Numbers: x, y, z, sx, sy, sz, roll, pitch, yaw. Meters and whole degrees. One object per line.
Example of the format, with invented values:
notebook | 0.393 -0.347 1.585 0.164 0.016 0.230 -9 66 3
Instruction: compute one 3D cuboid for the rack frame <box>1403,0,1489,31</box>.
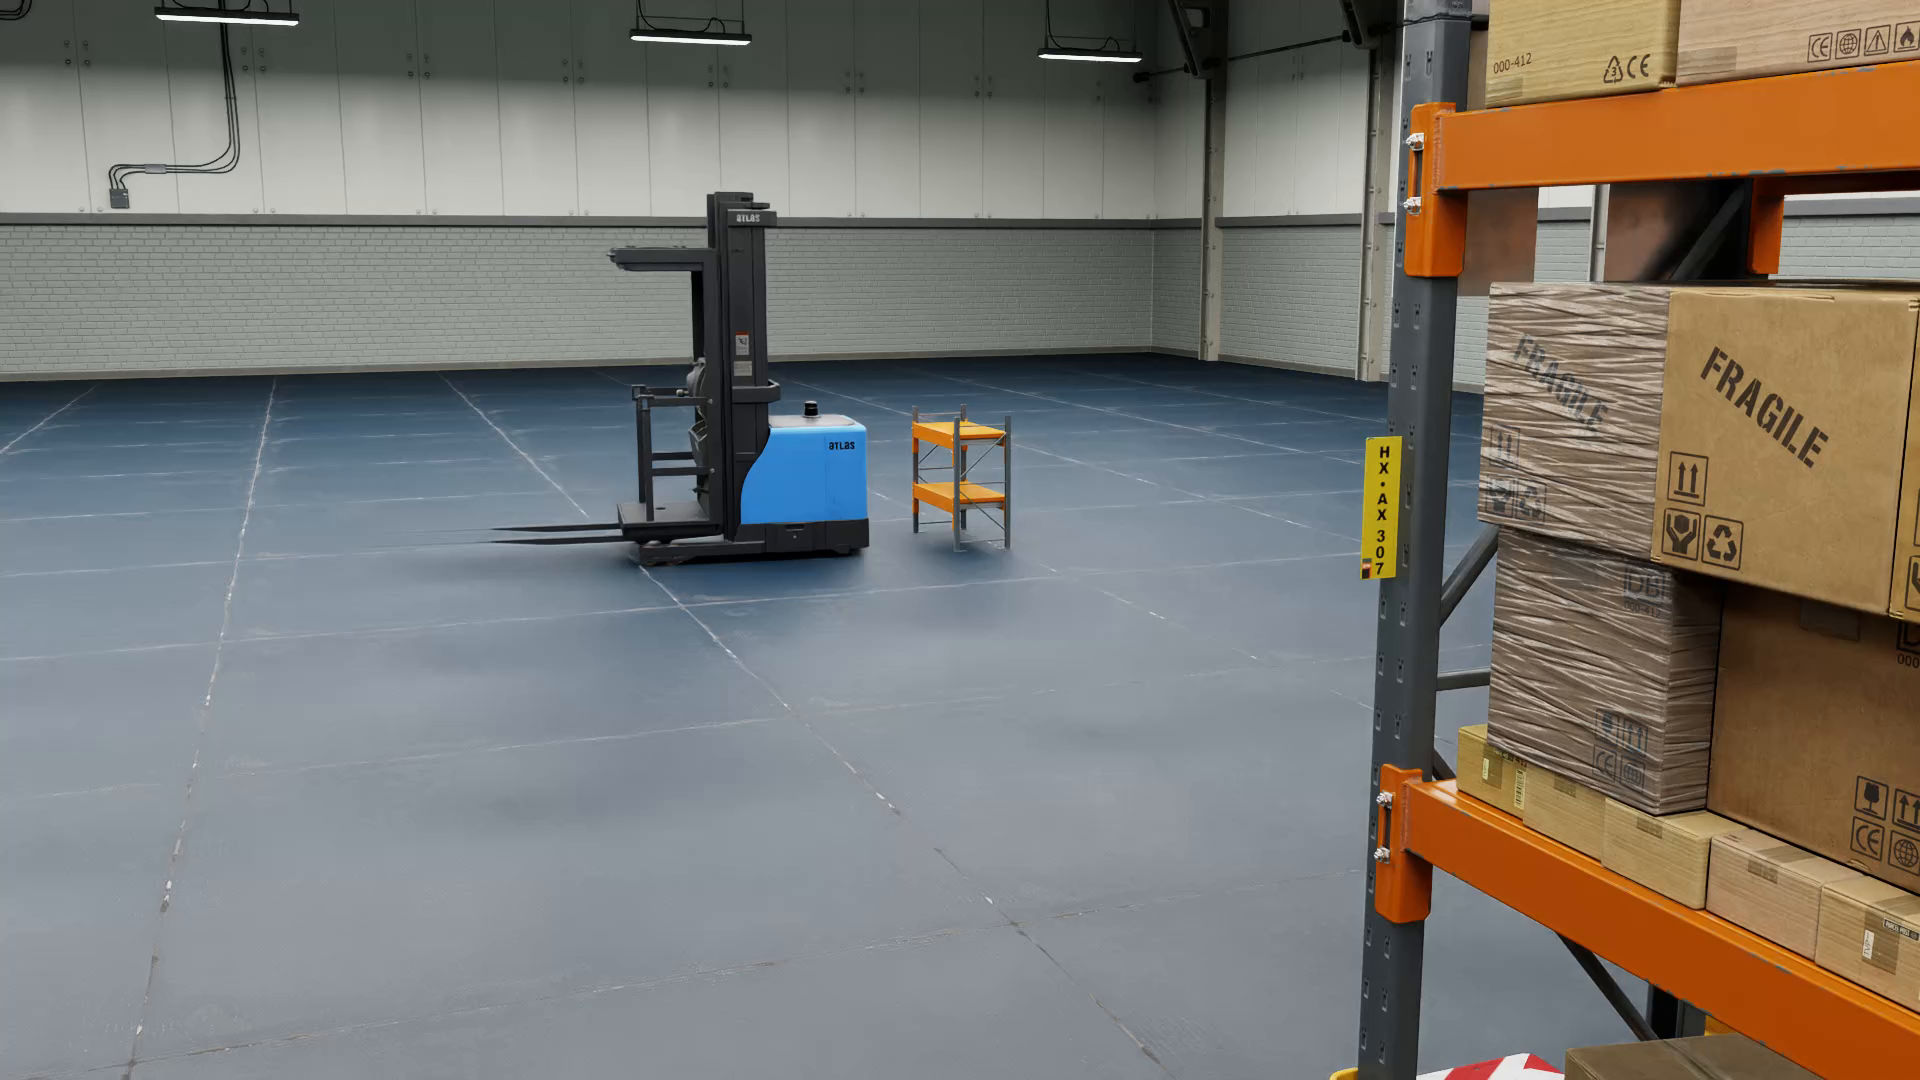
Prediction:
rack frame | 1.469 -2.635 3.536 1.000 3.000 0.127 -4 11 -21

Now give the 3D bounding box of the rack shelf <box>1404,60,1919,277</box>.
rack shelf | 2.194 -0.477 2.027 1.077 0.370 4.000 -4 11 -21

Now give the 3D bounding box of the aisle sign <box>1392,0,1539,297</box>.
aisle sign | 1.167 -0.952 3.784 0.394 0.787 0.004 -4 11 -21

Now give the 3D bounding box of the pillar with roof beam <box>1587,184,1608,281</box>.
pillar with roof beam | 5.844 -6.183 23.486 9.100 9.000 0.548 -4 11 -21

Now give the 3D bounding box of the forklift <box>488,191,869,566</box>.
forklift | -2.324 -1.334 13.552 3.031 2.935 1.130 -3 10 -14

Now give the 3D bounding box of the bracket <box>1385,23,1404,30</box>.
bracket | 8.435 -8.697 27.341 0.076 0.066 4.783 -4 11 -21

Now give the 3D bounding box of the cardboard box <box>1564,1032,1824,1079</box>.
cardboard box | 1.680 1.446 3.665 0.500 0.500 0.500 -2 10 -10

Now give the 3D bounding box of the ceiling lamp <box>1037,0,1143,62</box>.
ceiling lamp | 2.284 -10.343 30.206 2.000 3.185 0.800 -4 11 -21

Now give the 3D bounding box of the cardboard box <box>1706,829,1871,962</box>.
cardboard box | 1.609 0.628 3.044 0.380 0.149 0.250 -4 11 -21

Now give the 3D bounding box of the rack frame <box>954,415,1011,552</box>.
rack frame | 0.187 -0.470 13.849 0.500 1.125 0.032 -4 11 -21

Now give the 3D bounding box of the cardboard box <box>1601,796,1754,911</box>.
cardboard box | 1.499 0.588 3.266 0.380 0.149 0.250 -4 11 -21

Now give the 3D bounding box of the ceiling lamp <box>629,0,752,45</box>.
ceiling lamp | -4.557 -9.878 27.588 2.000 3.185 0.800 -4 11 -21

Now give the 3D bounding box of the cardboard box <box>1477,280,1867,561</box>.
cardboard box | 1.414 -0.262 3.338 0.500 0.500 0.500 -4 11 -21

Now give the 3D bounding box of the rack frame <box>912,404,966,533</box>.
rack frame | -0.182 -0.636 14.782 0.500 1.125 0.032 -4 11 -21

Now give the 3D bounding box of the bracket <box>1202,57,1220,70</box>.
bracket | 5.327 -10.097 35.211 0.235 0.232 0.430 -4 11 -21

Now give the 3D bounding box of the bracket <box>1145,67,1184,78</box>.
bracket | 4.381 -10.523 37.605 0.076 0.066 3.189 -4 11 -21

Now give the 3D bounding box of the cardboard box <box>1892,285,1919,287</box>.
cardboard box | 2.085 -0.214 3.066 0.500 0.500 0.500 -4 11 -21

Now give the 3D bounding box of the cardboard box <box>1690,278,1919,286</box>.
cardboard box | 1.898 -0.295 3.523 0.500 0.500 0.500 -4 11 -21

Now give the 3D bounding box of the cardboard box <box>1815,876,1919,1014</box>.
cardboard box | 1.693 0.669 2.812 0.380 0.149 0.250 -4 11 -21

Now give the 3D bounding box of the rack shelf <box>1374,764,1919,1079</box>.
rack shelf | 2.194 1.000 2.290 1.077 0.370 4.000 -4 11 -21

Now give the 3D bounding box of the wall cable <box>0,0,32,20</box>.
wall cable | -18.281 -10.546 29.471 3.097 2.526 0.112 -4 11 -21

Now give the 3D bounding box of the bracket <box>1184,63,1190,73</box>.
bracket | 5.026 -10.233 35.972 0.235 0.232 0.430 -4 11 -21

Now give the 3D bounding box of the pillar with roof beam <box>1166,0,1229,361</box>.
pillar with roof beam | 1.495 -8.142 34.497 9.100 9.000 0.548 -4 11 -21

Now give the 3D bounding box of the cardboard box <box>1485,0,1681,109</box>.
cardboard box | 1.403 -0.989 3.278 0.500 0.250 0.500 -4 11 -19

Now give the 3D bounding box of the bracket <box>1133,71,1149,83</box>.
bracket | 4.167 -10.619 38.147 0.235 0.232 0.430 -4 11 -21

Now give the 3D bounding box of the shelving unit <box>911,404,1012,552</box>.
shelving unit | 0.002 -0.553 14.315 0.538 1.125 1.048 -4 11 -21

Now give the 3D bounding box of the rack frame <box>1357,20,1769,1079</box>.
rack frame | 1.469 0.319 4.062 1.000 3.000 0.127 -4 11 -21

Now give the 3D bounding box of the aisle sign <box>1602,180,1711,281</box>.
aisle sign | 1.726 -0.990 3.998 0.394 0.787 0.004 -4 11 -21

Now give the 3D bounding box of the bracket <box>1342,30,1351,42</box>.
bracket | 7.200 -9.253 30.466 0.235 0.232 0.430 -4 11 -21

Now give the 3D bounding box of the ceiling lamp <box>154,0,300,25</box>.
ceiling lamp | -11.137 -9.430 25.069 2.000 3.185 0.800 -4 11 -21

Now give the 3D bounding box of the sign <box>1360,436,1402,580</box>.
sign | 0.963 -0.073 3.792 0.100 0.325 0.005 -4 11 -21

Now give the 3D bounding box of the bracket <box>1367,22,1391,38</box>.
bracket | 7.501 -9.118 29.705 0.235 0.232 0.430 -4 11 -21

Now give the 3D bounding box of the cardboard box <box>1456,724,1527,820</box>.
cardboard box | 1.350 0.504 3.737 0.380 0.149 0.250 -4 11 -21

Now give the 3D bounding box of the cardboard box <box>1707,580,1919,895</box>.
cardboard box | 1.936 0.289 3.097 0.875 0.500 0.500 -4 11 -21

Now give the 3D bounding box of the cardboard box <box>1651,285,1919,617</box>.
cardboard box | 1.589 -0.180 2.876 0.500 0.500 0.500 -4 11 -21

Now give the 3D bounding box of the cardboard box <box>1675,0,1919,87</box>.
cardboard box | 1.595 -0.905 2.807 0.500 0.250 0.500 -4 11 -22

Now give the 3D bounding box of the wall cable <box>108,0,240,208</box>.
wall cable | -14.833 -9.255 31.045 2.305 6.003 0.169 -4 11 -21

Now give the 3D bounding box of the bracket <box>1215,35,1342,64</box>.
bracket | 6.261 -9.676 32.846 0.076 0.066 4.783 -4 11 -21

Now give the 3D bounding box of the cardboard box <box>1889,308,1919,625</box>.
cardboard box | 1.771 -0.098 2.418 0.500 0.500 0.500 -4 11 -21

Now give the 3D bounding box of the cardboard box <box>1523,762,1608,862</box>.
cardboard box | 1.423 0.546 3.501 0.380 0.149 0.250 -4 11 -21

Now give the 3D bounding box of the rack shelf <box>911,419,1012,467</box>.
rack shelf | 0.002 -0.841 14.264 0.538 0.278 1.000 -4 11 -21

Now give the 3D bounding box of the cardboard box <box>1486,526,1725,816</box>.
cardboard box | 1.643 0.215 3.513 0.875 0.500 0.500 -4 11 -21

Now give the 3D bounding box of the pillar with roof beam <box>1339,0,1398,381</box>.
pillar with roof beam | 3.669 -7.163 28.992 9.100 9.000 0.548 -4 11 -21

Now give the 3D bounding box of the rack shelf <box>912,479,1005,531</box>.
rack shelf | 0.002 -0.312 14.358 0.538 0.278 1.000 -4 11 -21

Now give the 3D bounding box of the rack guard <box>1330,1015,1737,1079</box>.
rack guard | 1.496 1.562 4.211 1.175 0.500 0.348 -4 11 -21
